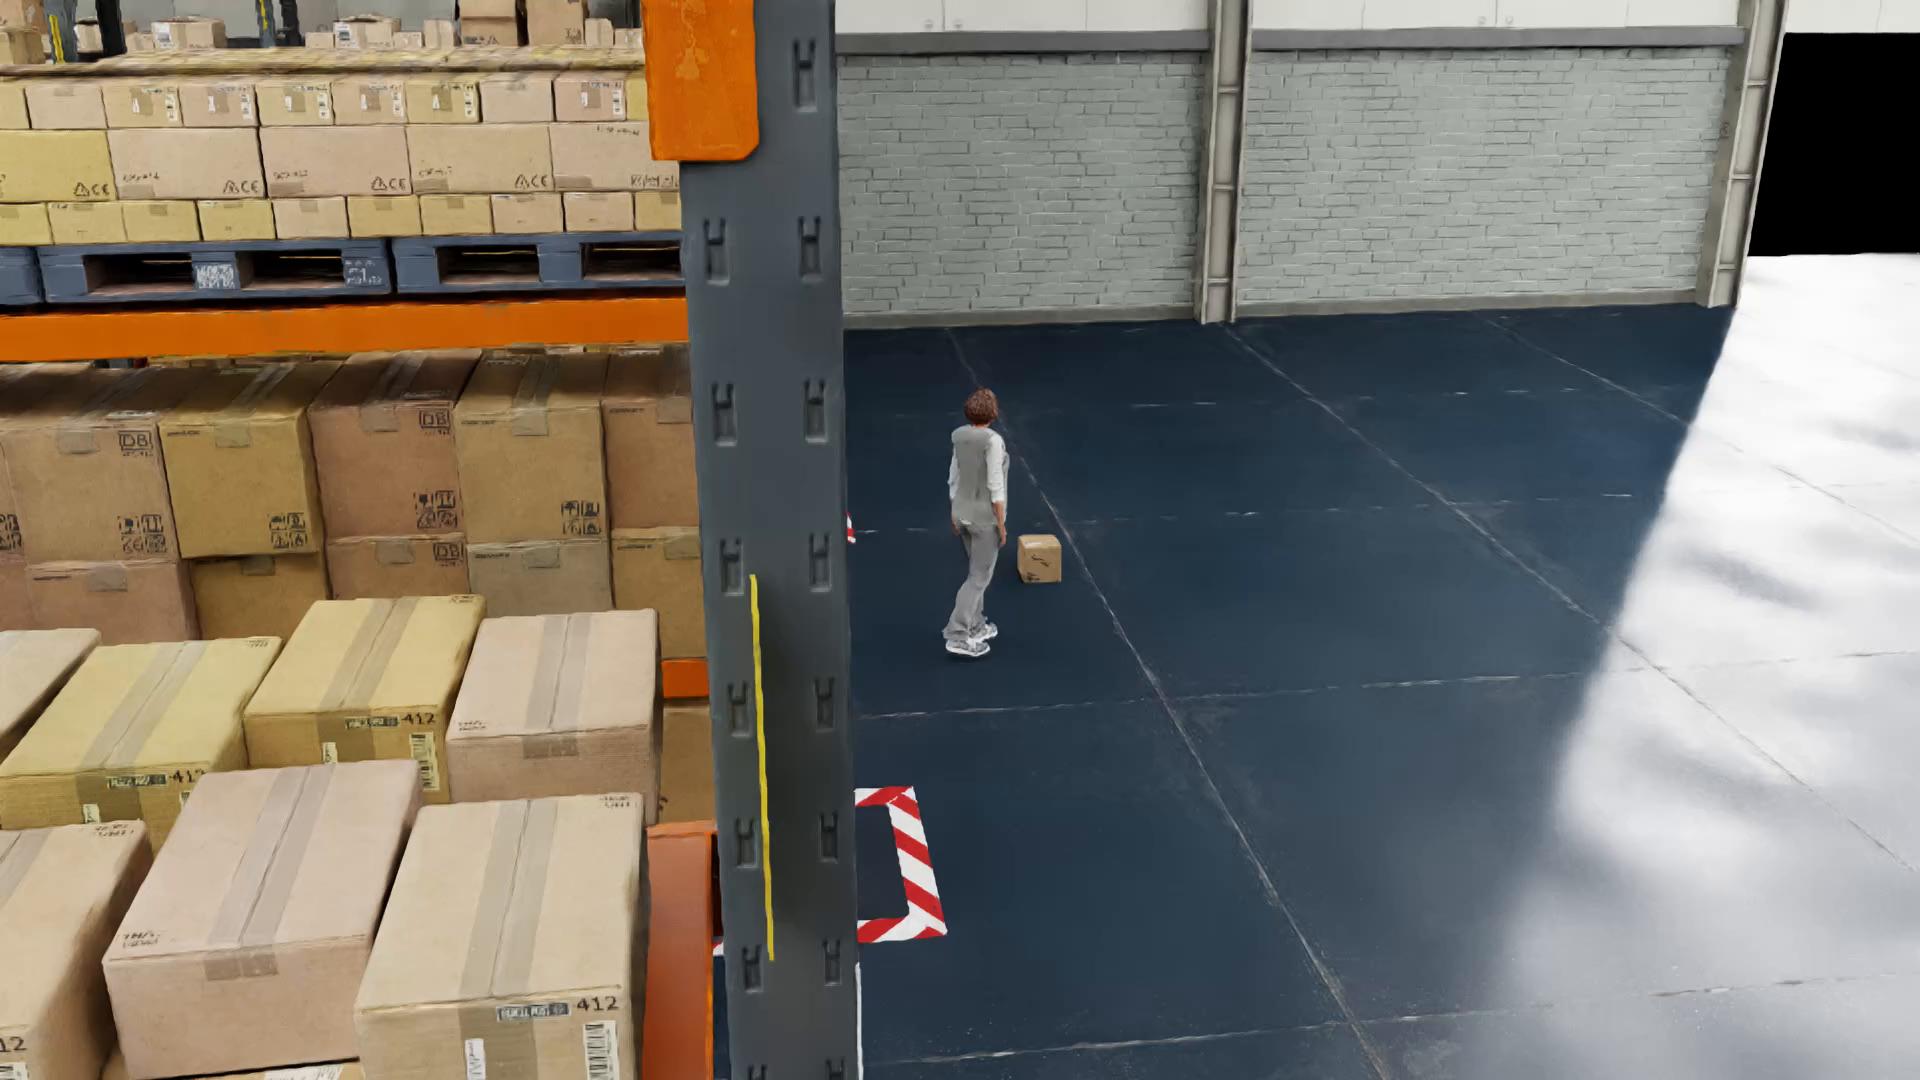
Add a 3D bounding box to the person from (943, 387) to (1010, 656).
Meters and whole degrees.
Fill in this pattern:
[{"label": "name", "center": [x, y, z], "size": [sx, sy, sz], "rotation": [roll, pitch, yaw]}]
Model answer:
[{"label": "person", "center": [0.071, -0.106, 9.882], "size": [0.499, 1.586, 0.467], "rotation": [-16, 26, -37]}]
